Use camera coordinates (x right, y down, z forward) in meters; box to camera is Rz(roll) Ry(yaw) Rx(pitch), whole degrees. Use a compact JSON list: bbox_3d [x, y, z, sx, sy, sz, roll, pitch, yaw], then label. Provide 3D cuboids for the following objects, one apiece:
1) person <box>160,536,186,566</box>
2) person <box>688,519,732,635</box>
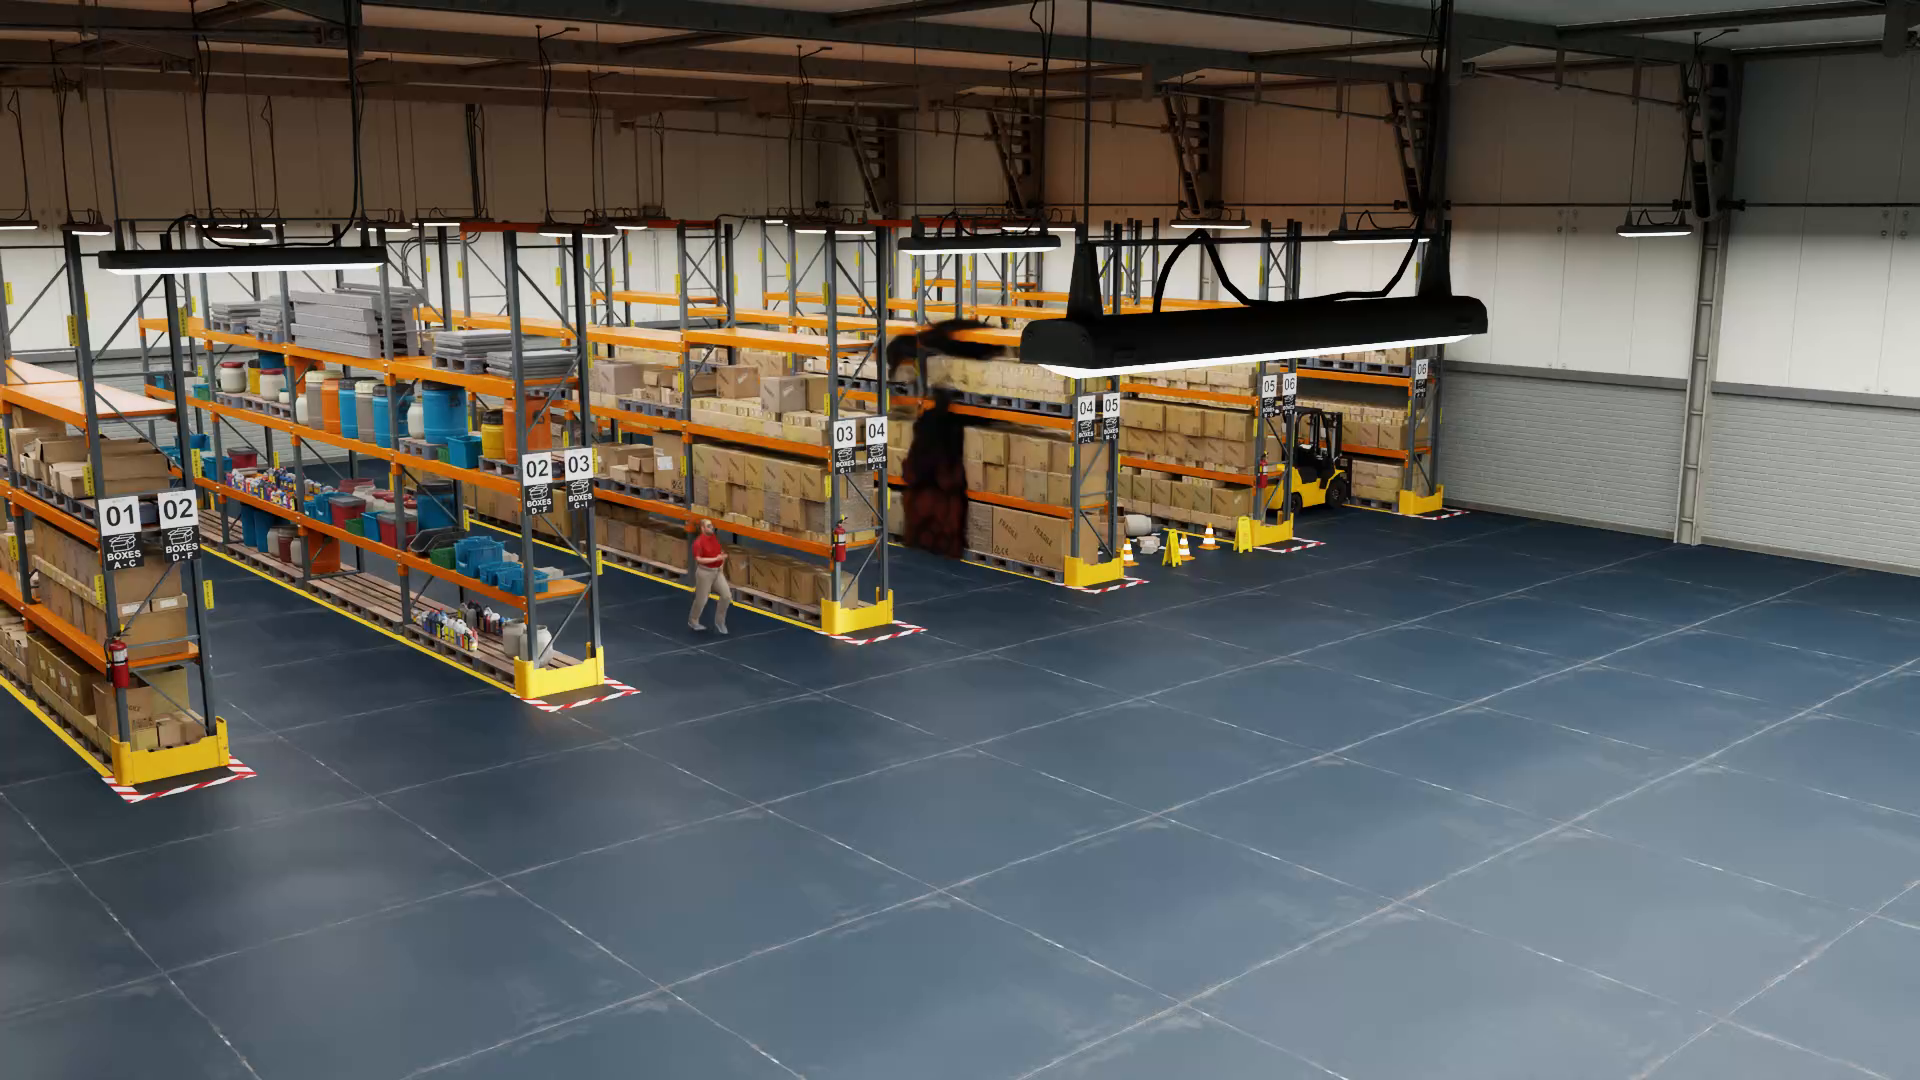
[{"bbox_3d":[-13.232,0.025,27.855,0.528,1.536,0.567,-10,15,-40],"label":"person"},{"bbox_3d":[-3.726,0.566,24.778,0.751,1.795,0.635,8,14,34],"label":"person"}]
